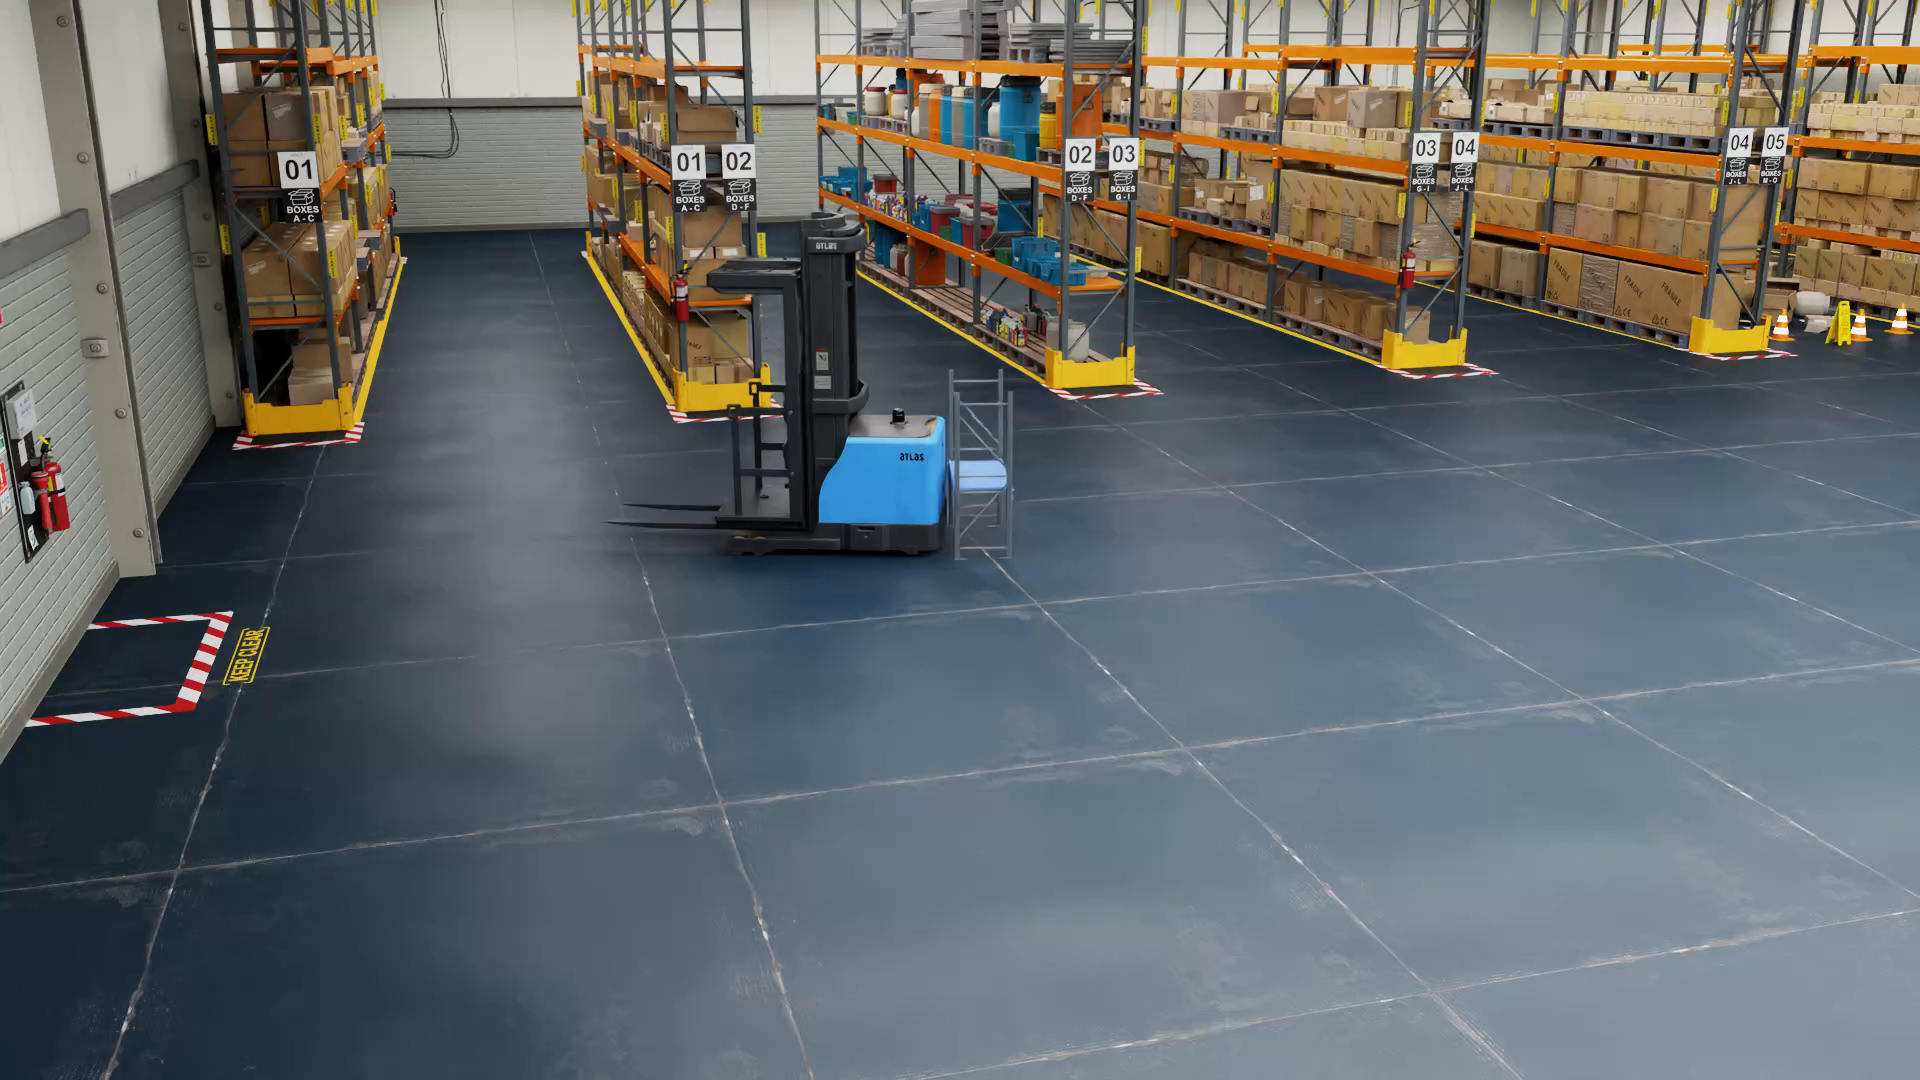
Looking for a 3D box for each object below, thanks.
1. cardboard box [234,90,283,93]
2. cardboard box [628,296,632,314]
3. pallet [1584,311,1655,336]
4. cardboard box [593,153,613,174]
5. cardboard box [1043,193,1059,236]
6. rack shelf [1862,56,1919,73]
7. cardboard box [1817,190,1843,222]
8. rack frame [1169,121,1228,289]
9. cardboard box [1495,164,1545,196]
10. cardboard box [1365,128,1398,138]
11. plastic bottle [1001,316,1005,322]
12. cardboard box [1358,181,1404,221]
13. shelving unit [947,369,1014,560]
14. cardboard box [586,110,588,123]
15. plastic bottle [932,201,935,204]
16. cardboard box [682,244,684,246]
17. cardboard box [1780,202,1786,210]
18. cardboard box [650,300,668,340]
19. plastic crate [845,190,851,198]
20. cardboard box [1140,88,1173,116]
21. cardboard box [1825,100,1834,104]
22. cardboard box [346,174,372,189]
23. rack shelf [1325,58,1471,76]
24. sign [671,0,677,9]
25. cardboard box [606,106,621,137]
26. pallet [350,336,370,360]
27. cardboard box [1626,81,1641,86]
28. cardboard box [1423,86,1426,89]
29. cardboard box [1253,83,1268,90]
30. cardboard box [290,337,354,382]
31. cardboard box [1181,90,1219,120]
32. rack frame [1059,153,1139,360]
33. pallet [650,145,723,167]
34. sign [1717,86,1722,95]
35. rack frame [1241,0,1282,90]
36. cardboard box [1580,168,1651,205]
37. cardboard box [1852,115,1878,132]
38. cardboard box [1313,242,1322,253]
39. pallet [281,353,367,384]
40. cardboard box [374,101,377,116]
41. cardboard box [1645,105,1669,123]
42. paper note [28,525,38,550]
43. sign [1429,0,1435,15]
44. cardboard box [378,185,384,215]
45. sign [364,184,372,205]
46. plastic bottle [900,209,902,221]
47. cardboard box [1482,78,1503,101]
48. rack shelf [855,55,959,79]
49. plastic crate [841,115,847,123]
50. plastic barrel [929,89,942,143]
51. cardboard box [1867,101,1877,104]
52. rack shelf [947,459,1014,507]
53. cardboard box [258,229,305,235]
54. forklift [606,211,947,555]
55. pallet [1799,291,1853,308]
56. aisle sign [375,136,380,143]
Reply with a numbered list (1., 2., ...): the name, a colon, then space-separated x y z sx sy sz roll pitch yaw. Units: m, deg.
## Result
1. cardboard box: -8.507 -5.215 20.235 0.500 0.500 0.500 -5 17 -15
2. cardboard box: -5.019 -3.755 26.585 0.500 0.250 0.500 -5 17 -17
3. pallet: 10.727 -3.471 26.437 1.003 0.211 1.213 -5 17 -15
4. cardboard box: -6.799 -7.215 32.143 0.500 0.500 0.500 -5 17 -16
5. cardboard box: 2.412 -7.329 37.397 0.875 0.875 0.875 -5 17 -15
6. rack shelf: 19.208 -9.064 31.728 1.077 0.370 4.000 -5 17 -15
7. cardboard box: 14.999 -5.690 28.286 0.500 0.500 0.500 -5 17 -15
8. rack frame: 4.358 -6.103 30.353 1.000 3.000 0.127 -5 17 -15
9. cardboard box: 9.830 -6.306 29.118 0.700 0.500 0.500 -5 17 -15
10. cardboard box: 6.001 -5.792 23.672 0.380 0.149 0.250 -4 17 -15
11. plastic bottle: 0.646 -3.163 24.544 0.097 0.271 0.097 0 17 0
12. cardboard box: 6.025 -4.830 23.686 0.500 0.500 0.500 -5 17 -15
13. shelving unit: 0.174 -0.695 14.957 0.538 1.500 1.048 -1 17 -3
14. cardboard box: -7.206 -8.459 33.242 0.500 0.250 0.500 -5 17 -15
15. plastic bottle: -0.472 -6.085 30.517 0.097 0.271 0.097 0 17 0
16. cardboard box: -3.331 -3.629 20.817 0.380 0.149 0.250 -4 17 -14
17. cardboard box: 14.579 -5.981 29.655 0.380 0.149 0.250 -4 17 -14
18. cardboard box: -3.967 -3.028 22.863 0.500 0.500 0.500 -5 17 -15
19. plastic crate: -2.069 -7.003 33.724 0.437 0.125 0.590 -5 17 -15
20. cardboard box: 3.776 -8.354 31.722 0.797 0.503 0.637 -5 17 -16
21. cardboard box: 18.229 -9.063 34.560 0.380 0.149 0.250 -4 17 -14
22. cardboard box: -10.243 -6.061 28.183 0.500 0.250 0.500 -5 17 -16
23. rack shelf: 8.605 -9.357 32.705 1.077 0.370 4.000 -5 17 -15
24. sign: -4.635 -8.762 26.879 0.100 0.325 0.005 -5 17 -15
25. cardboard box: -5.603 -7.208 28.645 0.910 0.500 0.500 -5 17 -15
26. pallet: -9.046 -2.701 23.877 1.003 0.211 1.213 -5 17 -15
27. cardboard box: 16.462 -10.955 40.166 0.500 0.250 0.500 -5 17 -16
28. cardboard box: 9.059 -8.662 32.154 0.396 0.266 0.258 -5 17 -15
29. cardboard box: 6.879 -10.296 37.796 0.380 0.149 0.250 -4 17 -13
30. cardboard box: -8.145 -2.292 21.246 0.700 0.500 0.500 -6 18 -19
31. cardboard box: 4.240 -7.677 29.335 0.500 0.500 0.500 -5 17 -15
32. rack frame: 1.794 -3.499 21.683 1.000 3.000 0.127 -5 17 -15
33. pallet: -3.478 -5.038 21.747 1.003 0.211 1.213 -5 17 -15
34. sign: 17.039 -10.026 37.299 0.100 0.325 0.005 -5 17 -15
35. rack frame: 6.956 -11.553 38.069 1.000 3.000 0.127 -5 17 -15
36. cardboard box: 10.585 -5.702 26.881 0.875 0.550 0.550 -5 17 -15
37. cardboard box: 15.119 -6.862 27.411 0.500 0.250 0.500 -5 17 -15
38. cardboard box: 5.594 -4.449 25.284 0.380 0.149 0.250 -5 17 -15
39. pallet: -8.612 -2.303 22.551 1.003 0.211 1.213 -5 17 -15
40. cardboard box: -11.092 -8.002 30.819 0.500 0.250 0.500 -5 17 -16
41. cardboard box: 10.676 -6.401 24.972 0.500 0.250 0.500 -5 17 -16
42. paper note: -6.482 -0.018 11.627 0.016 0.148 0.142 -5 17 -15
43. sign: 8.636 -9.780 30.405 0.100 0.325 0.005 -5 17 -15
44. cardboard box: -11.163 -6.330 30.586 0.980 0.700 0.700 -4 17 -14
45. sign: -9.411 -5.490 26.439 0.100 0.325 0.005 -5 17 -15
46. plastic bottle: -1.030 -5.819 29.752 0.097 0.201 0.097 0 17 0
47. cardboard box: 12.098 -10.263 37.912 0.500 0.500 0.500 -4 17 -14
48. rack shelf: -0.954 -8.602 30.189 1.077 0.370 4.000 -5 17 -15
49. plastic crate: -2.219 -8.450 33.411 0.293 0.136 0.466 -5 17 -15
50. plastic barrel: -0.208 -6.928 27.141 0.600 0.830 0.708 -5 17 -15
51. cardboard box: 18.462 -8.733 33.398 0.380 0.166 0.250 -5 17 -15
52. rack shelf: 0.174 -0.523 15.009 0.538 0.185 1.000 -1 17 -3
53. cardboard box: -8.632 -3.690 21.244 0.500 0.500 0.500 -4 17 -14
54. forklift: -1.664 -1.418 14.874 3.031 2.935 1.130 1 17 4
55. pallet: 15.204 -4.262 29.070 1.003 0.211 1.213 -5 17 -15
56. aisle sign: -11.860 -8.430 33.580 0.394 0.787 0.004 -5 17 -15
